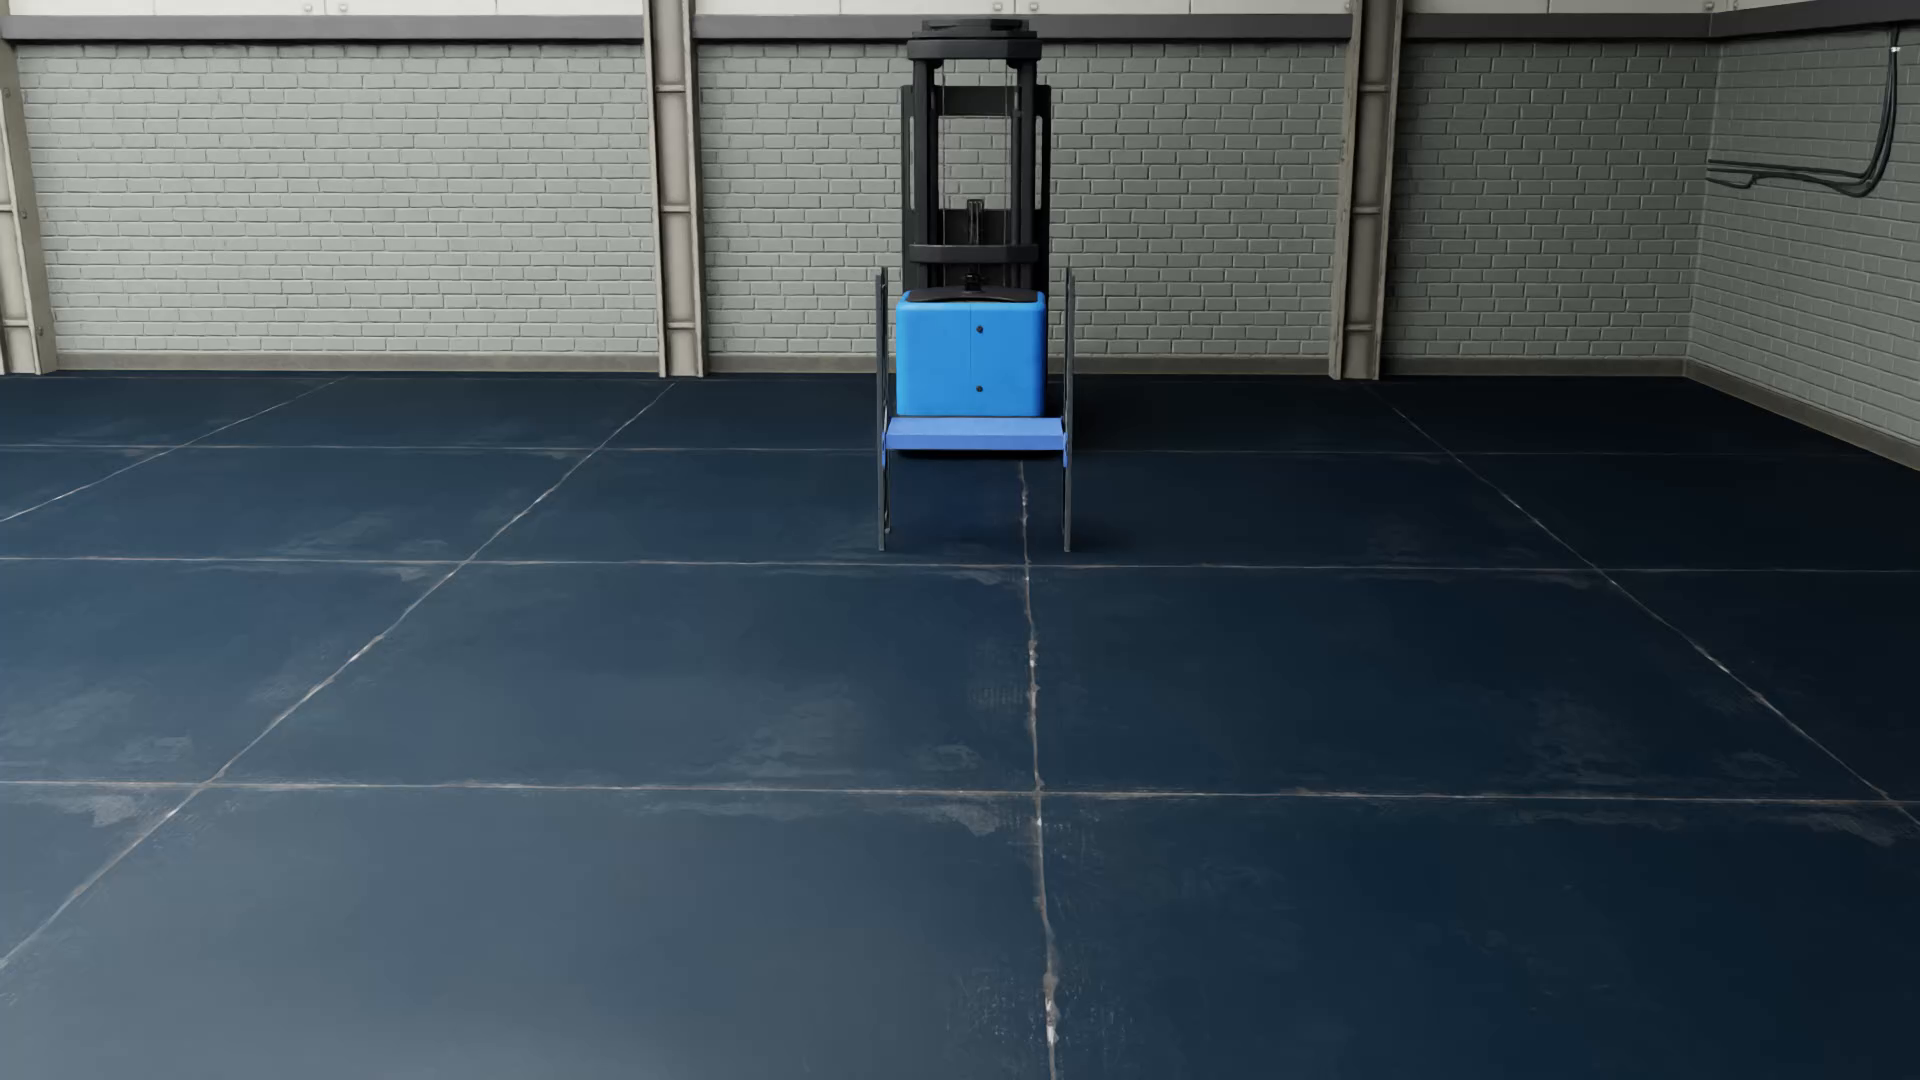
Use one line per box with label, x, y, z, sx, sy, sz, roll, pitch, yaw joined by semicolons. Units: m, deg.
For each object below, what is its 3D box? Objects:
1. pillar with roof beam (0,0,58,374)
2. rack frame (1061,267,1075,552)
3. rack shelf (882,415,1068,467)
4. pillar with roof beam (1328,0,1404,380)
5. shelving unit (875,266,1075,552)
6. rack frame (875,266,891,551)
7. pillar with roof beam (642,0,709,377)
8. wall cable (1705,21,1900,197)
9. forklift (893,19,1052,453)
pillar with roof beam;-8.592;-4.787;9.845;0.400;9.000;9.100;0;15;1
rack frame;0.593;-0.721;9.134;0.032;1.500;0.500;0;15;1
rack shelf;0.085;-0.551;9.192;1.000;0.185;0.538;0;15;1
pillar with roof beam;3.405;-4.709;9.549;0.400;9.000;9.100;0;15;1
shelving unit;0.085;-0.725;9.147;1.048;1.500;0.538;0;15;1
rack frame;-0.423;-0.728;9.159;0.032;1.500;0.500;0;15;1
pillar with roof beam;-2.594;-4.748;9.697;0.400;9.000;9.100;0;15;1
wall cable;6.426;-3.949;12.755;0.112;2.526;3.097;0;15;1
forklift;0.124;-2.343;12.474;1.130;2.935;3.031;0;15;2
